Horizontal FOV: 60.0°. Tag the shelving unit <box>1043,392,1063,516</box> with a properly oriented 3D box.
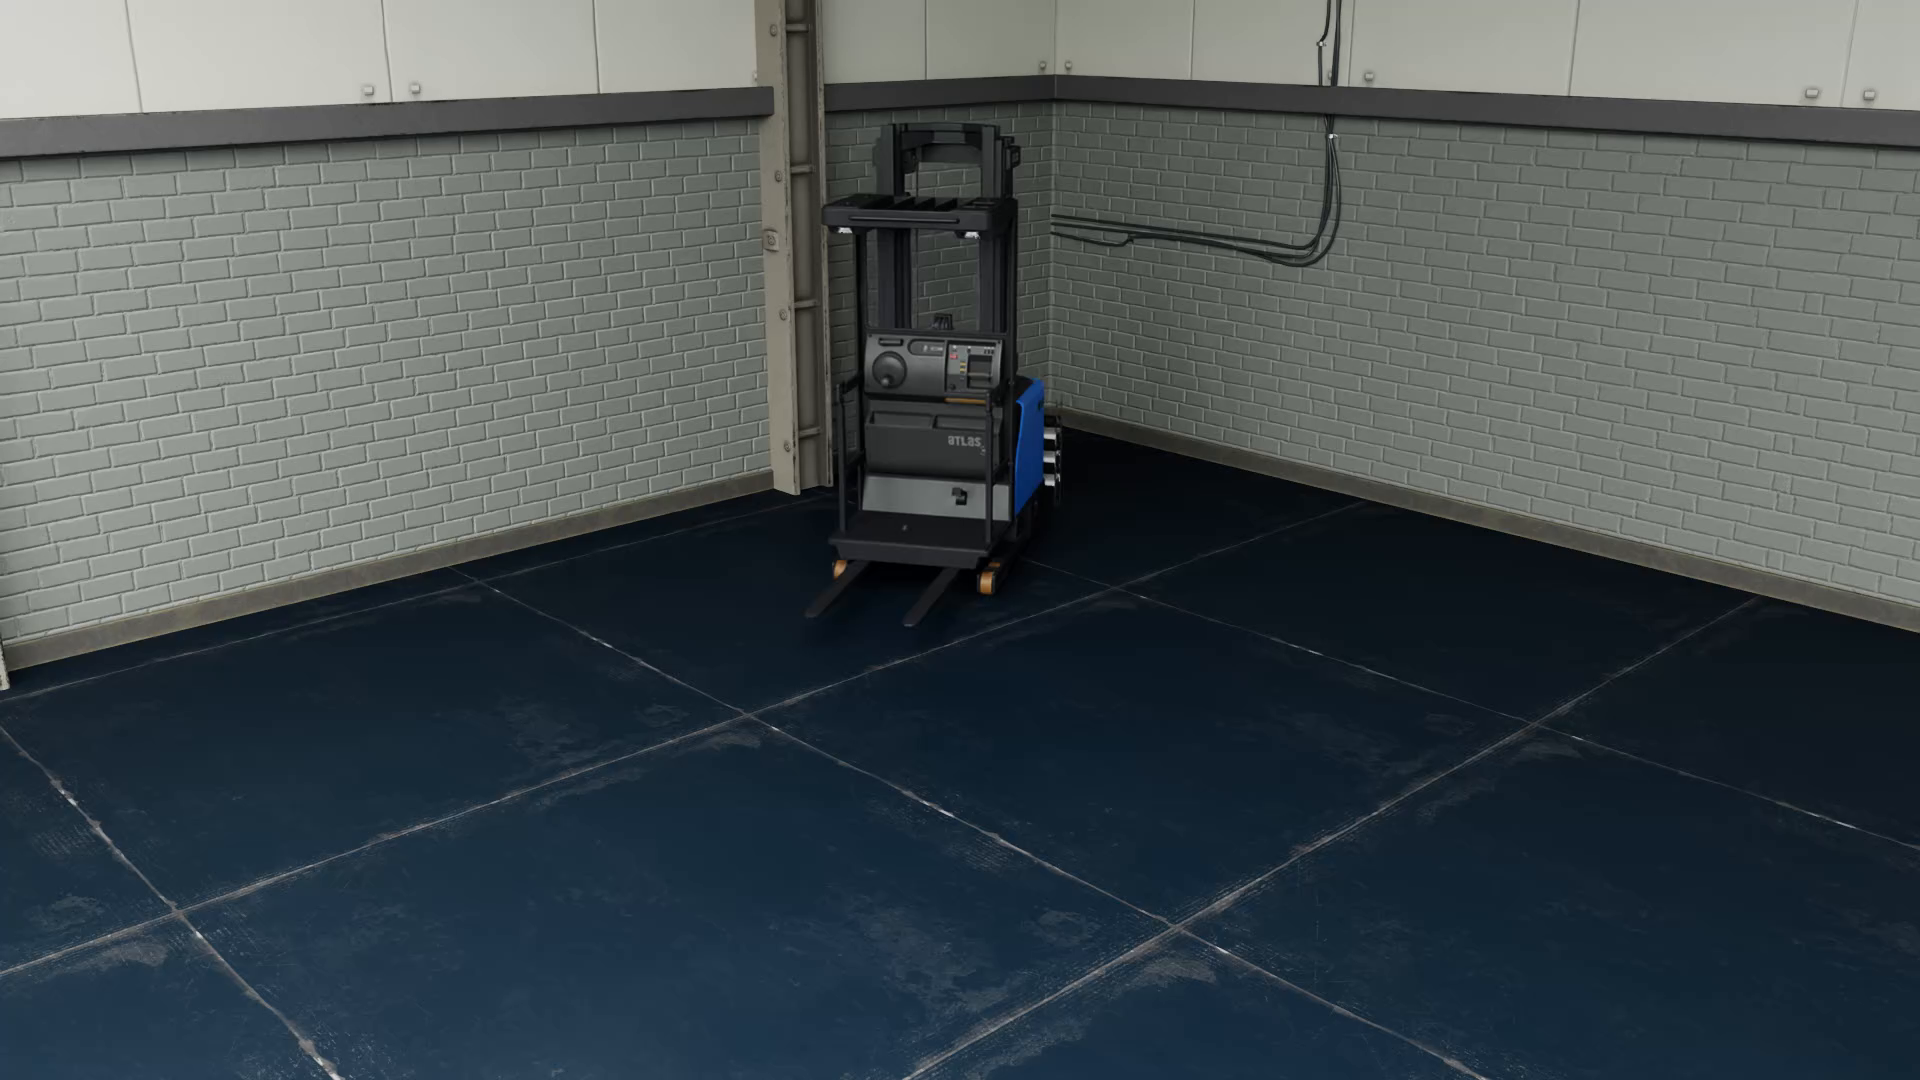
[{"bbox_3d":[0.642,-0.653,12.538,0.210,0.900,0.258,4,18,13],"label":"shelving unit"}]

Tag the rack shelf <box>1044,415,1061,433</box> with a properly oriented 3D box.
[{"bbox_3d":[0.642,-0.878,12.465,0.200,0.077,0.258,4,18,13],"label":"rack shelf"}]

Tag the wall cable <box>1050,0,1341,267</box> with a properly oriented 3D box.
[{"bbox_3d":[1.792,-3.559,13.405,0.112,2.526,3.097,-16,24,-41],"label":"wall cable"}]

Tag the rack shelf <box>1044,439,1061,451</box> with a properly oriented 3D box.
[{"bbox_3d":[0.642,-0.706,12.521,0.200,0.077,0.258,4,18,13],"label":"rack shelf"}]

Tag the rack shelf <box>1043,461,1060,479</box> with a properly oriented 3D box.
[{"bbox_3d":[0.642,-0.535,12.576,0.200,0.077,0.258,4,18,13],"label":"rack shelf"}]

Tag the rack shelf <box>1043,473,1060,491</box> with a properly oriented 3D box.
[{"bbox_3d":[0.642,-0.450,12.604,0.200,0.077,0.258,4,18,13],"label":"rack shelf"}]

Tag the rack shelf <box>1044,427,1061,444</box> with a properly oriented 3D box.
[{"bbox_3d":[0.642,-0.792,12.493,0.200,0.077,0.258,4,18,13],"label":"rack shelf"}]

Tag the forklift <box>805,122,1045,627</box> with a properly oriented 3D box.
[{"bbox_3d":[-0.226,-1.159,10.808,1.130,2.935,3.031,4,18,14],"label":"forklift"}]

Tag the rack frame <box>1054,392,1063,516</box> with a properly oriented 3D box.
[{"bbox_3d":[0.741,-0.645,12.515,0.006,0.900,0.240,4,18,13],"label":"rack frame"}]

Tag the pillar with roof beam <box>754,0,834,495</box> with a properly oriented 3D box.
[{"bbox_3d":[1.701,-3.743,8.939,0.400,9.000,9.100,-16,24,-41],"label":"pillar with roof beam"}]

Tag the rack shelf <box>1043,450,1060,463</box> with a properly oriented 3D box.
[{"bbox_3d":[0.642,-0.621,12.549,0.200,0.077,0.258,4,18,13],"label":"rack shelf"}]
